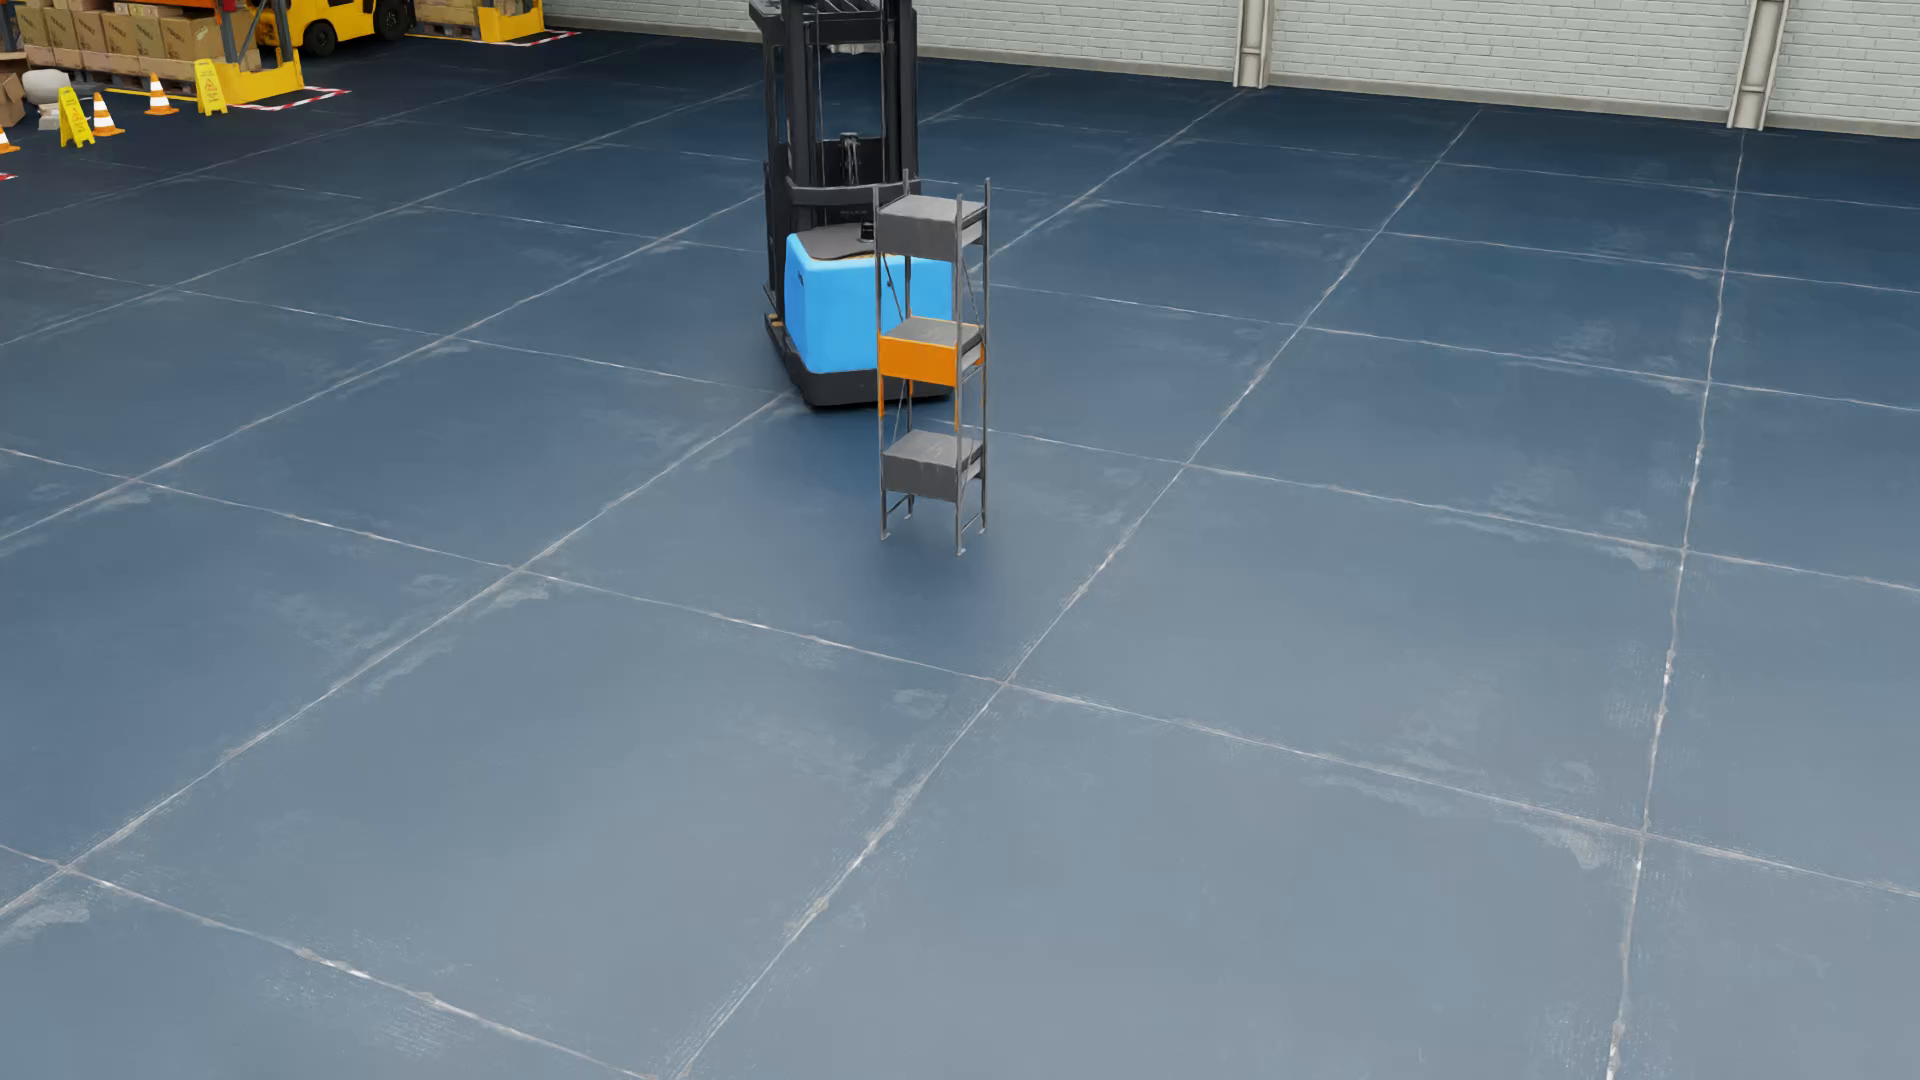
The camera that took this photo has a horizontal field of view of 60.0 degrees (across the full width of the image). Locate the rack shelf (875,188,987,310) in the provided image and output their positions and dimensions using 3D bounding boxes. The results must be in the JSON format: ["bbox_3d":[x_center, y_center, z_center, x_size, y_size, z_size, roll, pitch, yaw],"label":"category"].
[{"bbox_3d":[-0.151,-1.588,9.045,0.480,0.518,0.431,11,28,22],"label":"rack shelf"}]

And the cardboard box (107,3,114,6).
[{"bbox_3d":[-10.946,-6.882,22.120,0.500,0.500,0.500,13,29,24],"label":"cardboard box"}]

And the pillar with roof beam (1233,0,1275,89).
[{"bbox_3d":[2.049,-8.297,16.415,0.400,9.000,9.100,11,28,22],"label":"pillar with roof beam"}]

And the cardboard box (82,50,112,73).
[{"bbox_3d":[-11.124,-6.325,21.839,0.500,0.250,0.500,11,28,21],"label":"cardboard box"}]

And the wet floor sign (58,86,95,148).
[{"bbox_3d":[-9.994,-4.770,18.708,0.232,0.644,0.267,6,27,13],"label":"wet floor sign"}]

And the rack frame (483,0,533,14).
[{"bbox_3d":[-6.832,-9.041,24.717,0.127,3.000,1.000,11,28,22],"label":"rack frame"}]

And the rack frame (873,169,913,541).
[{"bbox_3d":[-0.373,-1.017,9.438,0.015,2.100,0.400,11,28,22],"label":"rack frame"}]

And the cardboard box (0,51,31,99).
[{"bbox_3d":[-12.112,-5.912,21.190,0.500,0.500,0.500,-12,29,-23],"label":"cardboard box"}]

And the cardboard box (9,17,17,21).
[{"bbox_3d":[-13.659,-7.010,23.092,0.625,0.372,0.950,13,29,25],"label":"cardboard box"}]

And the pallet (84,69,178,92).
[{"bbox_3d":[-10.784,-6.194,22.091,1.213,0.211,1.003,11,28,22],"label":"pallet"}]

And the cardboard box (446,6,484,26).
[{"bbox_3d":[-7.390,-7.955,25.148,0.500,0.250,0.500,12,28,22],"label":"cardboard box"}]

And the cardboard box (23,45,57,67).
[{"bbox_3d":[-12.099,-6.514,22.223,0.500,0.250,0.500,10,28,19],"label":"cardboard box"}]

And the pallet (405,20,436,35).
[{"bbox_3d":[-8.652,-8.137,26.037,1.213,0.211,1.003,11,28,22],"label":"pallet"}]

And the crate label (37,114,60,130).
[{"bbox_3d":[-10.700,-4.930,19.609,0.298,0.136,0.250,-2,26,-5],"label":"crate label"}]

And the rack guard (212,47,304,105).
[{"bbox_3d":[-8.952,-5.937,21.243,0.348,0.500,1.175,11,28,22],"label":"rack guard"}]

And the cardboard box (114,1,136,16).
[{"bbox_3d":[-10.549,-6.805,21.229,0.250,0.149,0.380,13,29,24],"label":"cardboard box"}]

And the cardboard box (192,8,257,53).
[{"bbox_3d":[-9.525,-6.598,21.545,0.500,0.500,0.500,10,28,20],"label":"cardboard box"}]

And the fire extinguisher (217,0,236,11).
[{"bbox_3d":[-8.970,-6.804,20.260,0.183,0.674,0.296,11,28,22],"label":"fire extinguisher"}]

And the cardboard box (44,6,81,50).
[{"bbox_3d":[-11.607,-6.757,21.868,0.500,0.500,0.500,13,29,24],"label":"cardboard box"}]

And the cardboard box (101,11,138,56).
[{"bbox_3d":[-10.653,-6.566,21.480,0.500,0.500,0.500,11,28,21],"label":"cardboard box"}]

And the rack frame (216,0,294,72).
[{"bbox_3d":[-8.883,-7.044,20.662,0.127,3.000,1.000,11,28,22],"label":"rack frame"}]

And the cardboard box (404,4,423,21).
[{"bbox_3d":[-8.291,-8.144,25.534,0.500,0.250,0.500,12,29,22],"label":"cardboard box"}]

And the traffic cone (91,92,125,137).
[{"bbox_3d":[-9.958,-4.958,19.296,0.334,0.463,0.336,11,28,22],"label":"traffic cone"}]

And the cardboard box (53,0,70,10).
[{"bbox_3d":[-11.541,-7.001,21.629,0.250,0.149,0.380,13,29,24],"label":"cardboard box"}]

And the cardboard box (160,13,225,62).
[{"bbox_3d":[-9.720,-6.377,21.096,0.500,0.500,0.500,12,28,22],"label":"cardboard box"}]

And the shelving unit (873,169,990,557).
[{"bbox_3d":[-0.151,-0.972,9.348,0.503,2.100,0.431,11,28,22],"label":"shelving unit"}]

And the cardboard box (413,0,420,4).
[{"bbox_3d":[-8.335,-8.365,25.417,0.500,0.250,0.500,11,28,21],"label":"cardboard box"}]

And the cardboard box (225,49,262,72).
[{"bbox_3d":[-9.503,-6.258,21.702,0.500,0.250,0.500,11,28,21],"label":"cardboard box"}]

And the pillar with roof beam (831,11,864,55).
[{"bbox_3d":[-3.413,-9.394,18.643,0.400,9.000,9.100,11,28,22],"label":"pillar with roof beam"}]

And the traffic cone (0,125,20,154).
[{"bbox_3d":[-10.736,-4.566,18.499,0.334,0.463,0.336,11,28,22],"label":"traffic cone"}]

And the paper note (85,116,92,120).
[{"bbox_3d":[-10.568,-5.085,20.043,0.142,0.019,0.148,2,26,4],"label":"paper note"}]

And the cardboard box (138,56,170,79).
[{"bbox_3d":[-10.199,-6.137,21.456,0.500,0.250,0.500,11,28,22],"label":"cardboard box"}]

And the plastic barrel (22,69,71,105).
[{"bbox_3d":[-11.390,-5.658,20.762,0.512,0.421,0.421,-12,29,-23],"label":"plastic barrel"}]

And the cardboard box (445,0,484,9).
[{"bbox_3d":[-7.404,-8.183,25.047,0.500,0.250,0.500,11,28,21],"label":"cardboard box"}]

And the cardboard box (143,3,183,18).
[{"bbox_3d":[-10.082,-6.708,21.034,0.250,0.149,0.380,12,29,23],"label":"cardboard box"}]

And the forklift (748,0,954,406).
[{"bbox_3d":[-0.903,-2.868,12.257,1.130,2.935,3.031,-6,27,-13],"label":"forklift"}]

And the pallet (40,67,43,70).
[{"bbox_3d":[-13.234,-6.667,23.052,1.213,0.211,1.003,11,28,22],"label":"pallet"}]

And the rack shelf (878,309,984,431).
[{"bbox_3d":[-0.151,-0.960,9.354,0.480,0.518,0.431,11,28,22],"label":"rack shelf"}]

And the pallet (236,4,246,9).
[{"bbox_3d":[-11.160,-8.640,27.060,1.213,0.211,1.003,11,28,22],"label":"pallet"}]
